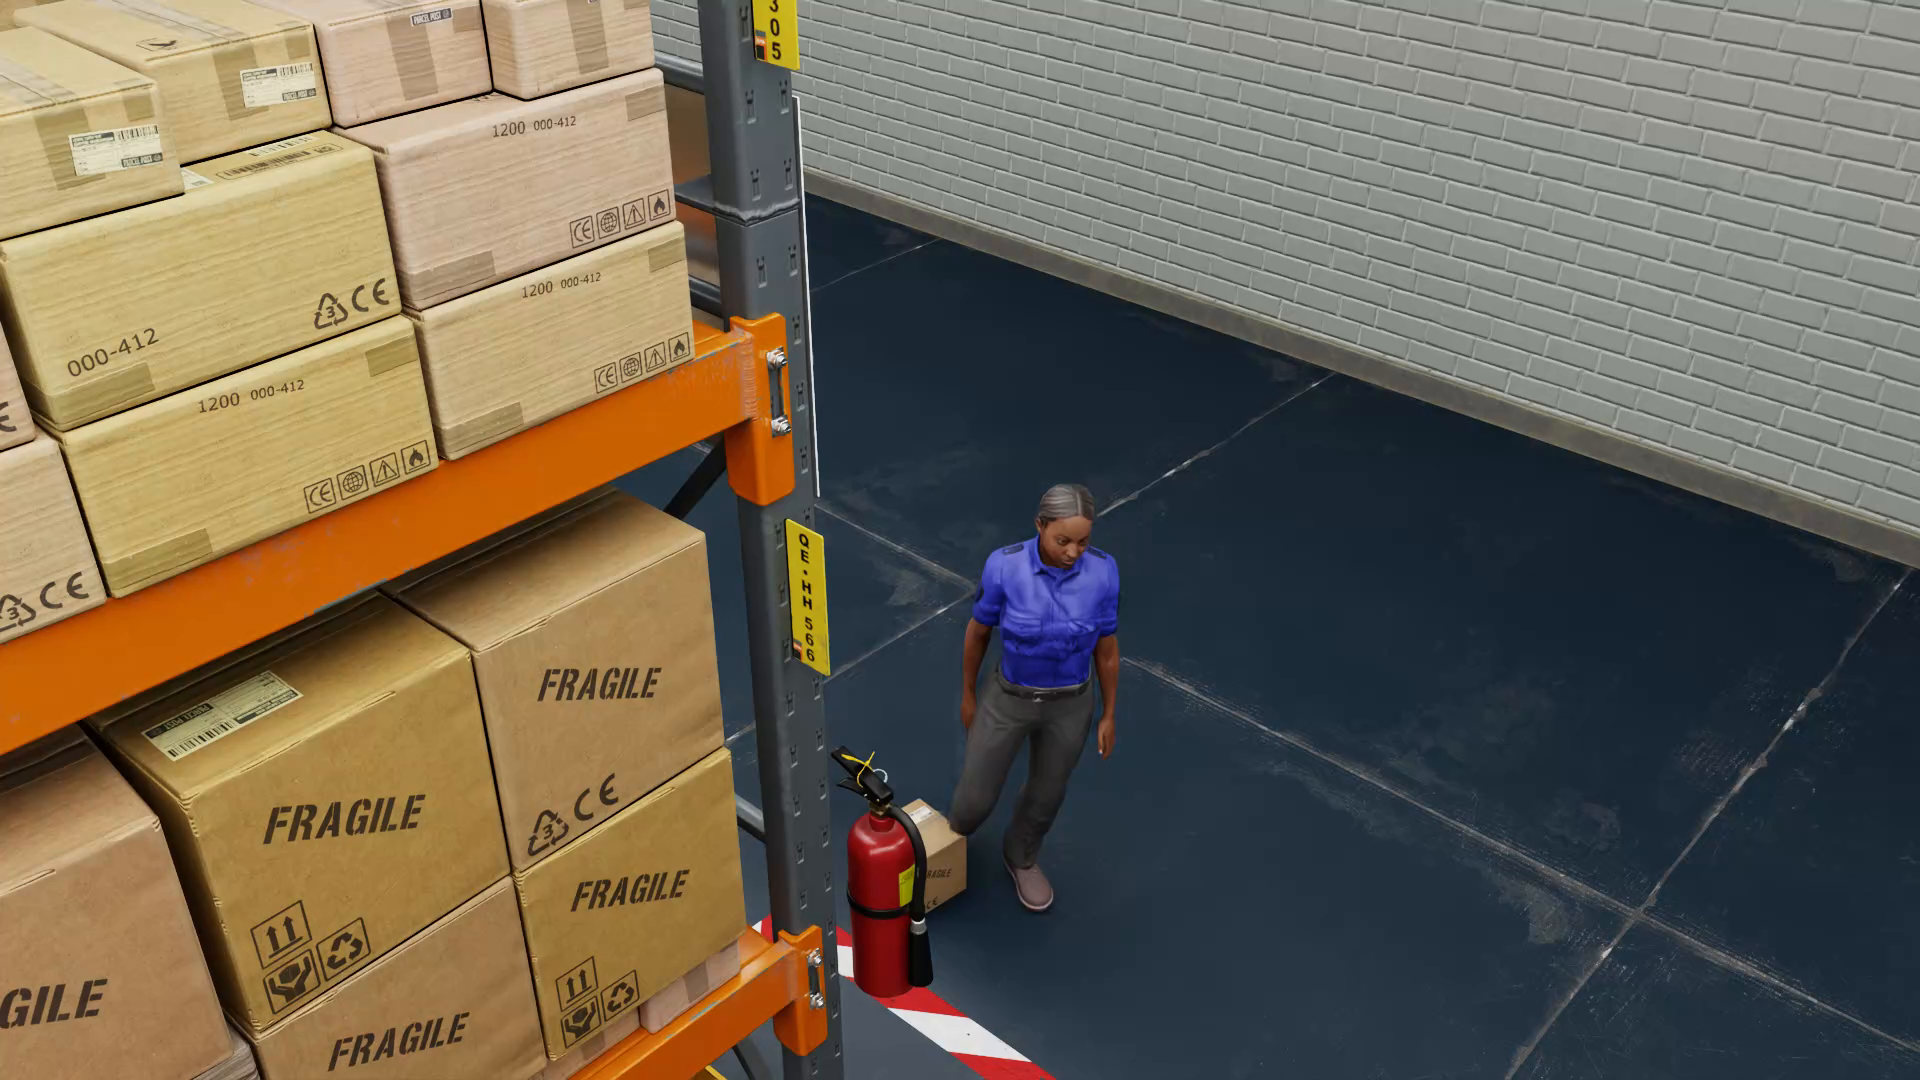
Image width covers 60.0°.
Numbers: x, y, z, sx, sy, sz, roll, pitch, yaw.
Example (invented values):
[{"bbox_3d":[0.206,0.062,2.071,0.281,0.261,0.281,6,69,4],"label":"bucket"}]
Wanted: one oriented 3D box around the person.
[{"bbox_3d":[0.173,0.495,5.339,0.640,1.644,0.440,-3,32,-5],"label":"person"}]
